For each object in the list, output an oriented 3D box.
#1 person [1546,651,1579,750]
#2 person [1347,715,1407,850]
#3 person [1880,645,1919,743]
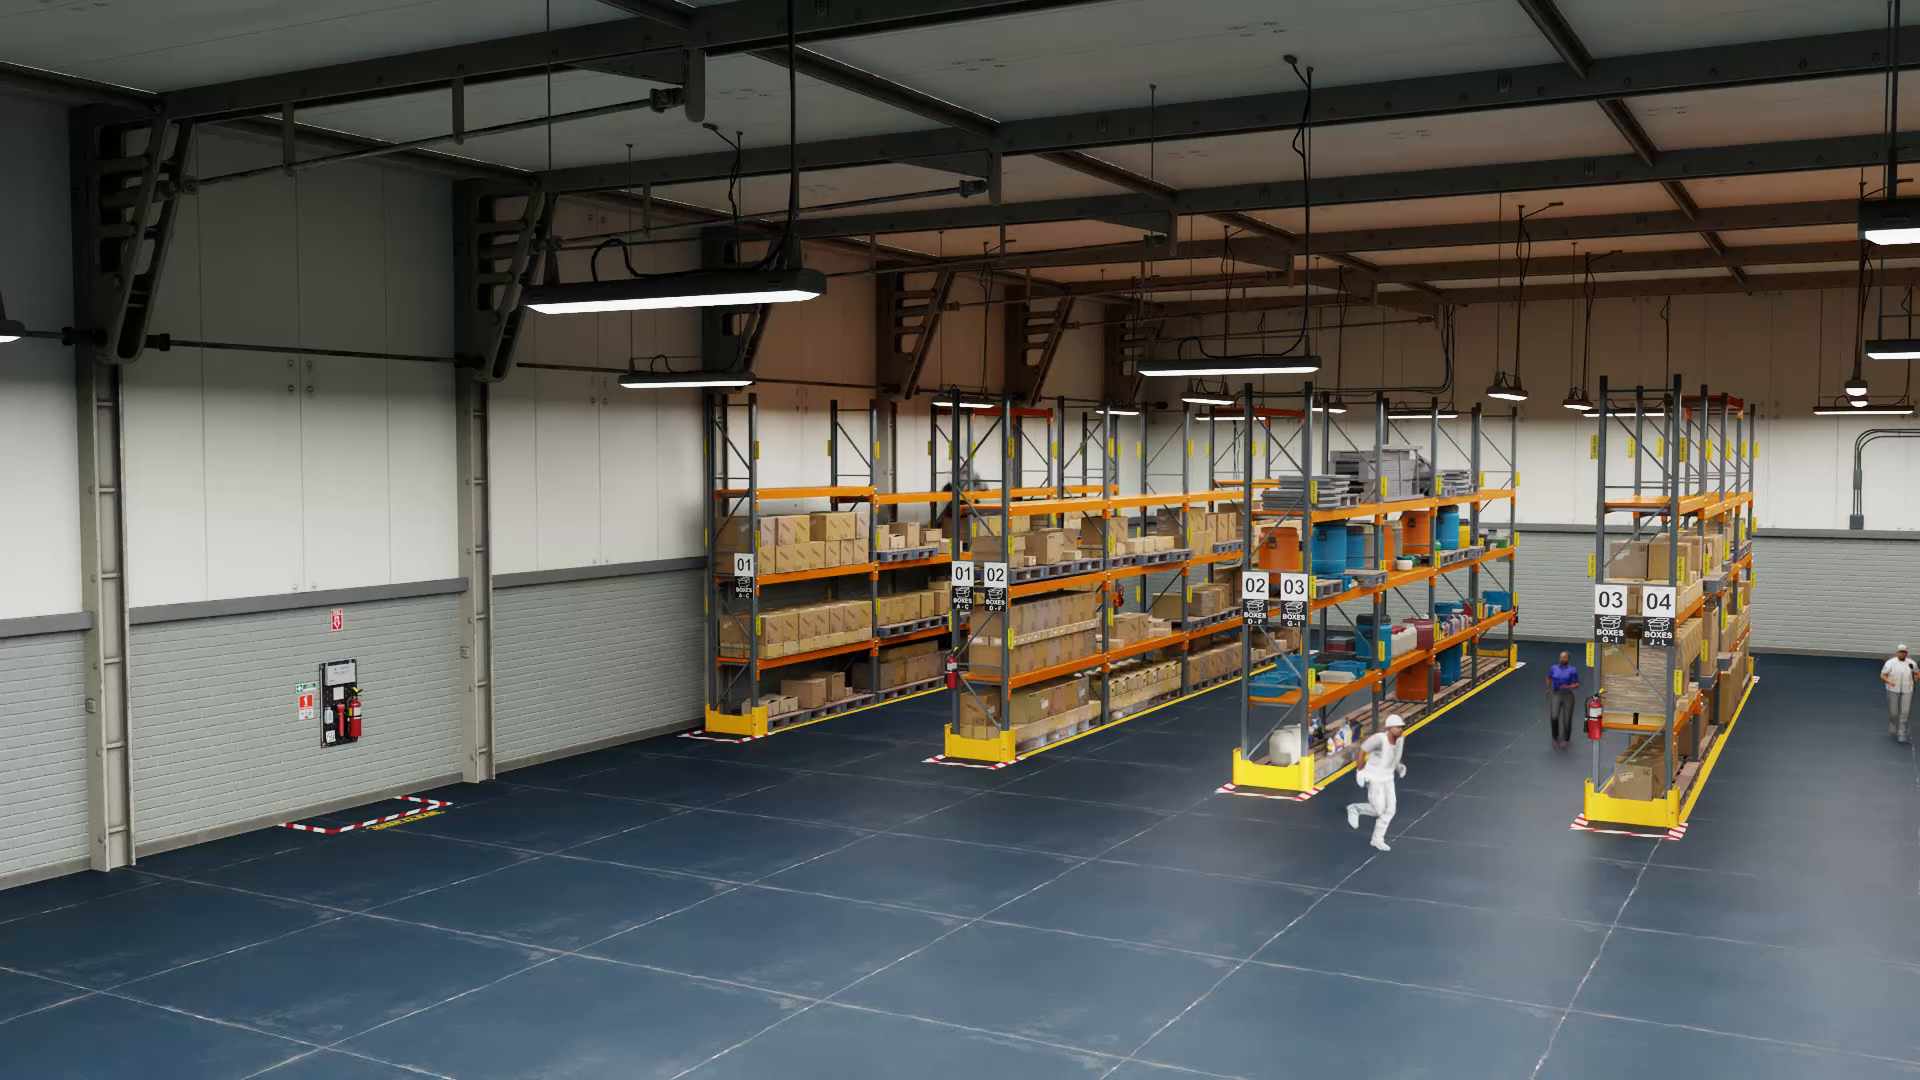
[{"bbox_3d":[10.055,2.678,27.785,0.548,1.657,0.684,1,3,25],"label":"person"},{"bbox_3d":[5.274,3.032,21.030,0.679,1.718,0.838,-3,4,-40],"label":"person"},{"bbox_3d":[16.210,2.622,28.658,0.618,1.632,0.848,1,3,24],"label":"person"}]
